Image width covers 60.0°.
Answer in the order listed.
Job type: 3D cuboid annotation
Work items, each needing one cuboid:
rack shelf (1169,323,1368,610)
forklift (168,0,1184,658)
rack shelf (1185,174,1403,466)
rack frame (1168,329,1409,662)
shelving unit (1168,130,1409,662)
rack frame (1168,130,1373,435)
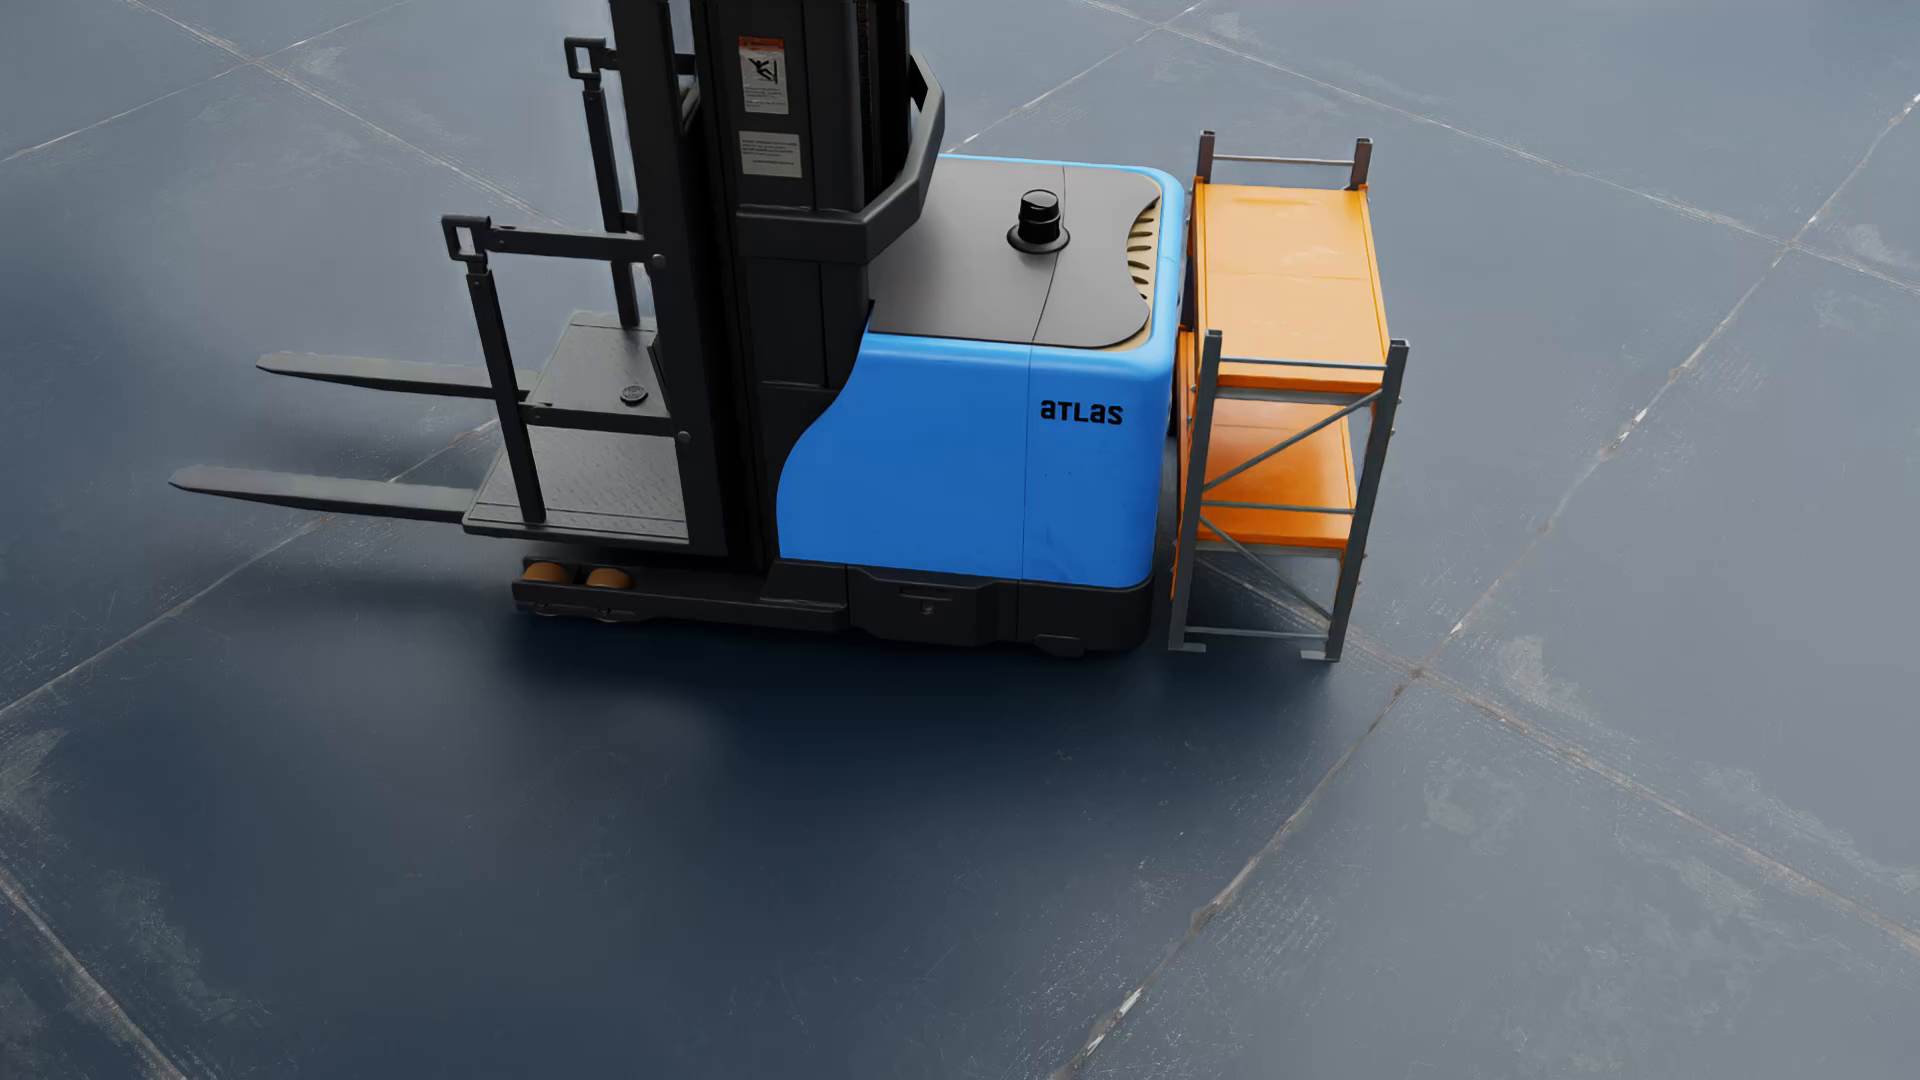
[{"bbox_3d":[0.909,-0.246,5.047,0.538,0.278,1.000,4,42,4],"label":"rack shelf"},{"bbox_3d":[-0.894,-1.185,4.374,3.031,2.935,1.130,5,43,6],"label":"forklift"},{"bbox_3d":[0.909,-0.643,4.686,0.538,0.278,1.000,4,42,4],"label":"rack shelf"},{"bbox_3d":[0.861,-0.086,4.509,0.500,1.125,0.032,4,42,4],"label":"rack frame"},{"bbox_3d":[0.909,-0.427,4.883,0.538,1.125,1.048,4,42,4],"label":"shelving unit"},{"bbox_3d":[0.957,-0.767,5.257,0.500,1.125,0.032,4,42,4],"label":"rack frame"}]
